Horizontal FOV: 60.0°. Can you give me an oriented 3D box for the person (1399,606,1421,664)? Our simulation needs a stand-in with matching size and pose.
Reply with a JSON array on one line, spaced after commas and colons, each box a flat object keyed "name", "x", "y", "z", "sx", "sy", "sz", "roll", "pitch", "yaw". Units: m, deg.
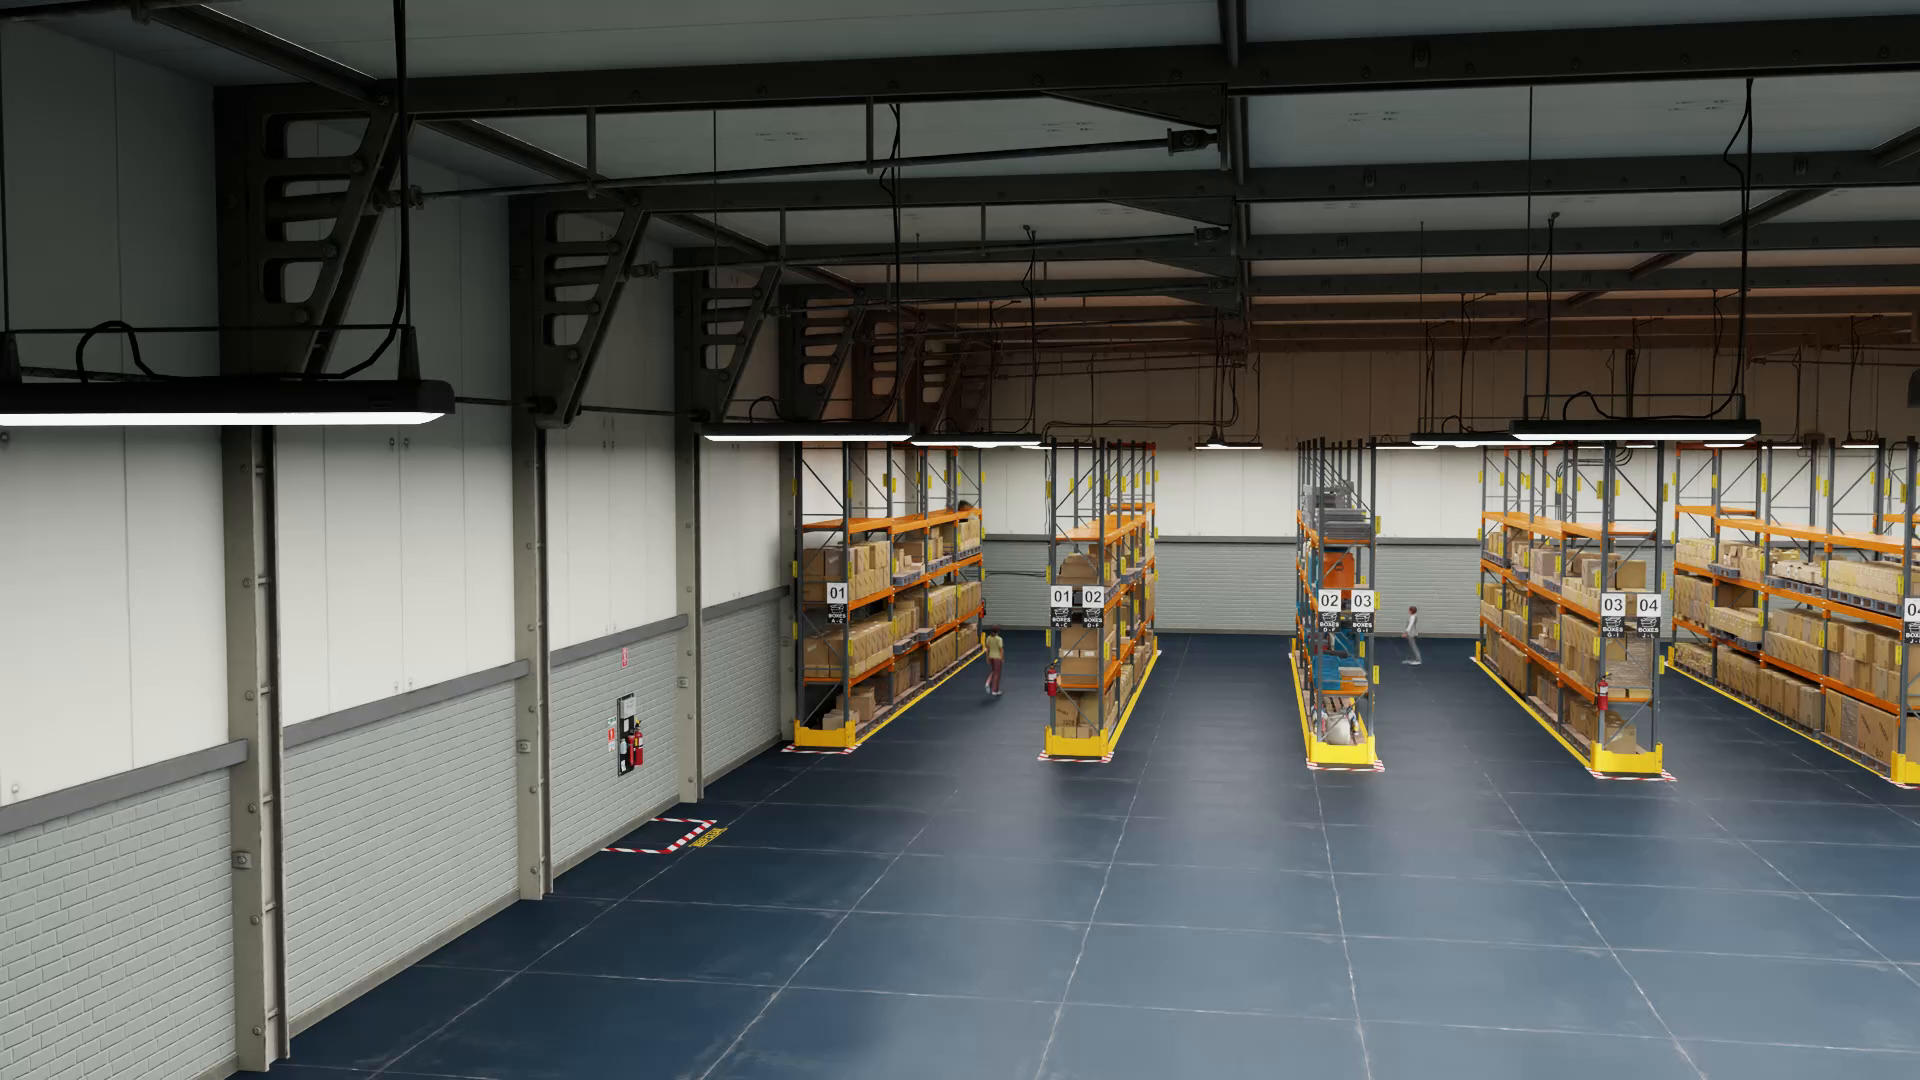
[{"name": "person", "x": 12.088, "y": 2.563, "z": 44.745, "sx": 0.727, "sy": 1.597, "sz": 0.491, "roll": 3, "pitch": 4, "yaw": 40}]

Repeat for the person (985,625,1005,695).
[{"name": "person", "x": 0.835, "y": 2.811, "z": 39.049, "sx": 0.484, "sy": 1.660, "sz": 0.450, "roll": -3, "pitch": 4, "yaw": -42}]

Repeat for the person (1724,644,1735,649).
[{"name": "person", "x": 21.160, "y": 2.416, "z": 45.658, "sx": 0.625, "sy": 1.800, "sz": 0.396, "roll": 1, "pitch": 3, "yaw": 20}]
